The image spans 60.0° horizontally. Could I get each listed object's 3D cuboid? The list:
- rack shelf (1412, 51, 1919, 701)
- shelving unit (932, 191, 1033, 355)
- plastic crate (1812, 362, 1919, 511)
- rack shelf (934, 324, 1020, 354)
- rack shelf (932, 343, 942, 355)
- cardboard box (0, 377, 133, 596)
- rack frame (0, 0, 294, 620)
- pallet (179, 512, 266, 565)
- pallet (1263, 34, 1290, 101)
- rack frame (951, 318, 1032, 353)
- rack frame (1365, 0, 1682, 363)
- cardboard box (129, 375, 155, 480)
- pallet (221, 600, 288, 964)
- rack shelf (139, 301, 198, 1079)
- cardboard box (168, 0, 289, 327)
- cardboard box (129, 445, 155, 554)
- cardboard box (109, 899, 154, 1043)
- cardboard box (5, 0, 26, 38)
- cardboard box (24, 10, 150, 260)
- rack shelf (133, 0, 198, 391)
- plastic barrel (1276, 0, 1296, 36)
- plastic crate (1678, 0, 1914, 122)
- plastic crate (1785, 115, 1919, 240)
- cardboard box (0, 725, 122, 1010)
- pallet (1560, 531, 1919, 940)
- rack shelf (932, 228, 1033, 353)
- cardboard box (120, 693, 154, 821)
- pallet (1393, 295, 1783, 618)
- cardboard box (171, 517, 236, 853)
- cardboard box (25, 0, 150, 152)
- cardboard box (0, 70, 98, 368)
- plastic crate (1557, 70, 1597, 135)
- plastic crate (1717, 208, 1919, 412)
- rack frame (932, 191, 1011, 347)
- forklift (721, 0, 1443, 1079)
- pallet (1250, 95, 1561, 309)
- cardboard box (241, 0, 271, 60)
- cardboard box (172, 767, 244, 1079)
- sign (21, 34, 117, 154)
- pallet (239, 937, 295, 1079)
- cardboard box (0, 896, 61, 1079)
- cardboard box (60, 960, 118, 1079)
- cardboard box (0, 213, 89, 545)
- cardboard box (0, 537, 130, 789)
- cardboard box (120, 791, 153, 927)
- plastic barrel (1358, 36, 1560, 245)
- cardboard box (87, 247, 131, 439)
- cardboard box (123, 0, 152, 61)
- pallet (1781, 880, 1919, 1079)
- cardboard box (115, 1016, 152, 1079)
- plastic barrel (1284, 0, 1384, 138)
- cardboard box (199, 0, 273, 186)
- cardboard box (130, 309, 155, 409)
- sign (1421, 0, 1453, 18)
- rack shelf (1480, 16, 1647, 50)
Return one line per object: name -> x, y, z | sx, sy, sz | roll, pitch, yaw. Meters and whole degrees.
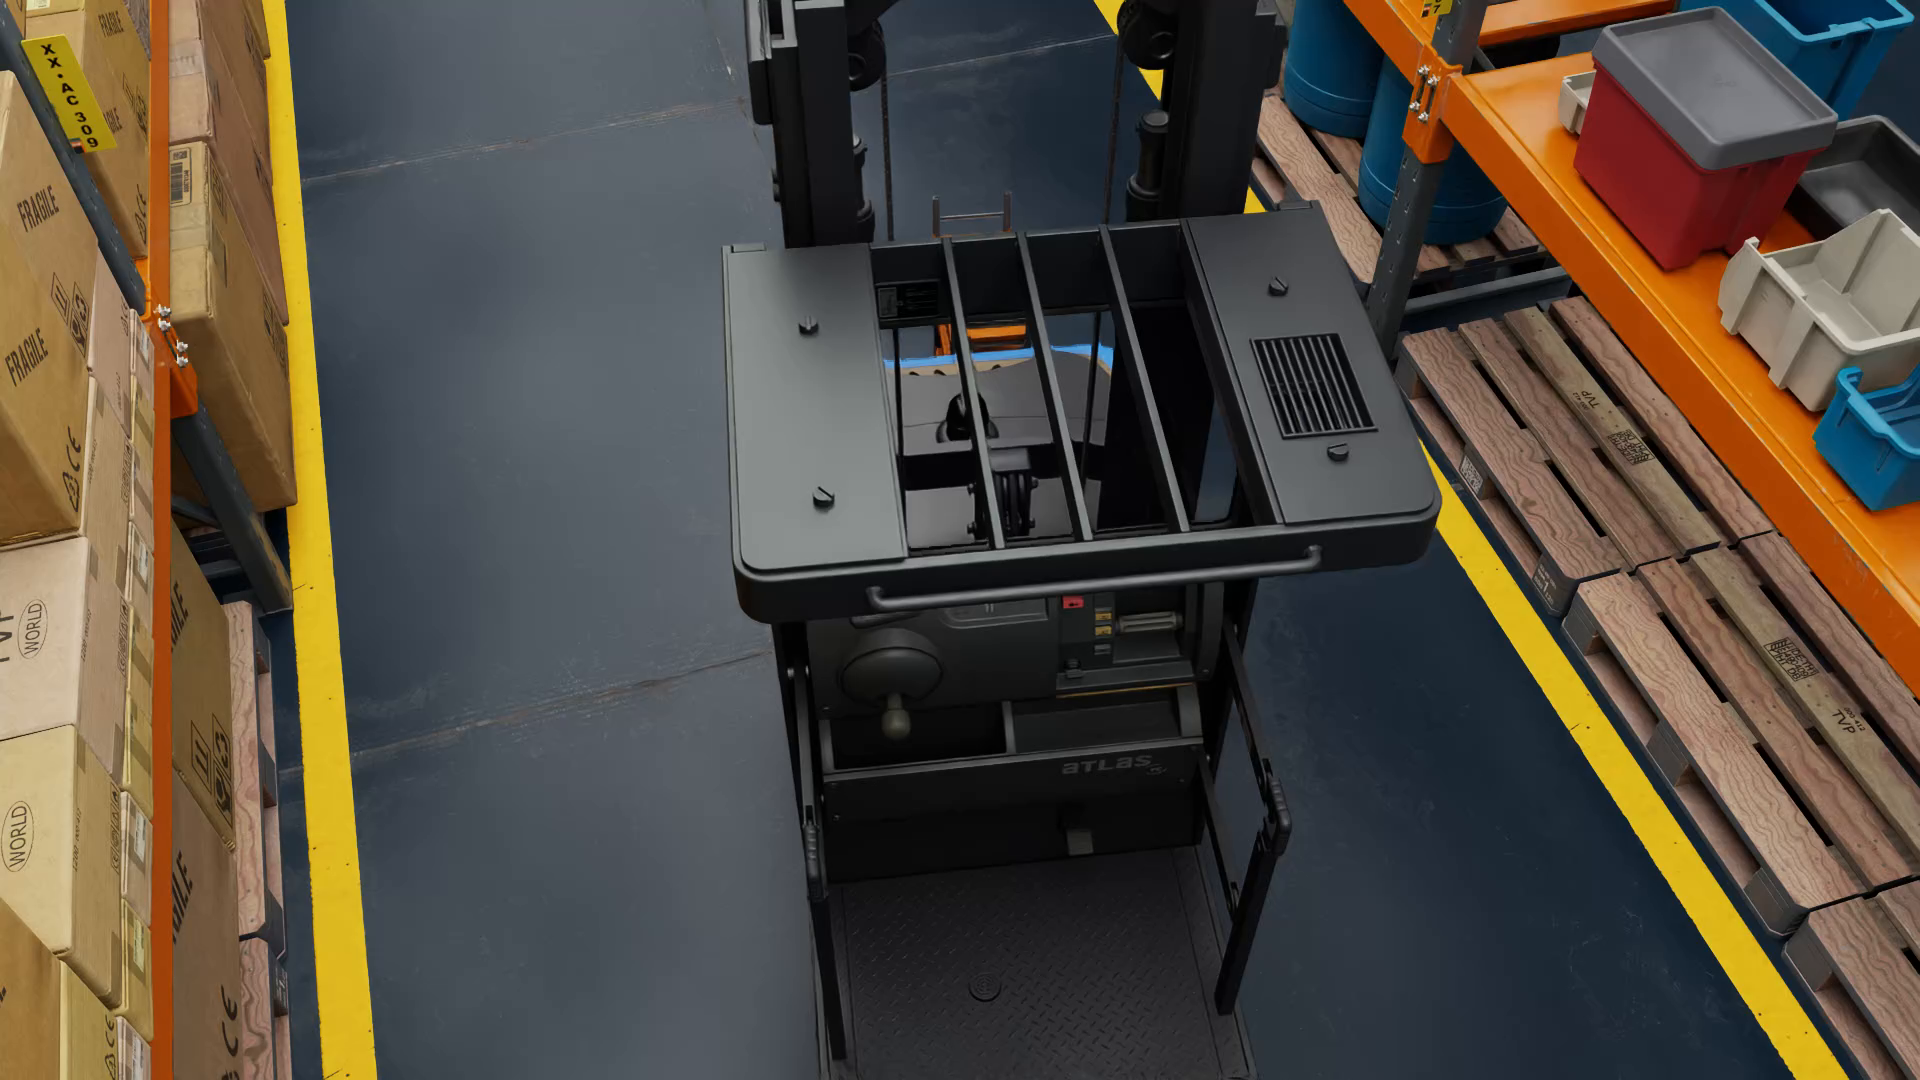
rack shelf -> 2.605, -0.089, 4.334 | 1.077, 0.370, 4.000 | -13, 51, -11
shelving unit -> 0.064, -0.479, 5.369 | 0.258, 1.200, 0.503 | -5, 50, -4
plastic crate -> 2.344, -0.268, 4.084 | 0.416, 0.233, 0.300 | -13, 51, -11
rack shelf -> 0.064, -0.580, 5.249 | 0.258, 0.148, 0.480 | -5, 50, -4
rack shelf -> 0.064, -0.436, 5.420 | 0.258, 0.148, 0.480 | -5, 50, -4
cardboard box -> -2.182, -0.069, 3.750 | 0.500, 0.250, 0.500 | -12, 51, -10
rack frame -> -2.718, -0.662, 4.346 | 1.000, 3.000, 0.127 | -13, 51, -11
pallet -> -3.018, -0.310, 5.873 | 1.003, 0.211, 1.213 | -13, 51, -11
pallet -> 1.460, -2.349, 7.592 | 1.003, 0.211, 1.213 | -13, 51, -11
rack frame -> 0.093, -0.294, 5.213 | 0.240, 1.200, 0.015 | -5, 50, -4
rack frame -> 2.013, -1.782, 5.290 | 1.000, 3.000, 0.127 | -13, 51, -11
cardboard box -> -2.239, -0.244, 4.158 | 0.380, 0.149, 0.250 | -12, 51, -10
pallet -> -2.568, 0.810, 4.929 | 1.003, 0.211, 1.213 | -13, 51, -11
rack shelf -> -2.127, 1.031, 3.390 | 1.077, 0.370, 4.000 | -13, 51, -11
cardboard box -> -3.192, -1.228, 5.938 | 1.225, 0.875, 0.875 | -15, 51, -12
cardboard box -> -2.163, -0.057, 4.000 | 0.380, 0.149, 0.250 | -14, 51, -12
cardboard box -> -1.781, 0.884, 3.207 | 0.380, 0.149, 0.250 | -14, 51, -12
cardboard box -> -2.915, -1.482, 4.316 | 0.797, 0.503, 0.637 | -15, 51, -12
cardboard box -> -2.615, -1.087, 4.639 | 0.500, 0.500, 0.500 | -13, 51, -11
rack shelf -> -3.310, -1.891, 5.853 | 1.077, 0.370, 4.000 | -13, 51, -11
plastic barrel -> 1.578, -2.466, 7.220 | 0.421, 0.512, 0.421 | 0, 50, 0
plastic crate -> 2.477, -1.532, 5.051 | 0.392, 0.384, 0.575 | -13, 51, -11
plastic crate -> 2.601, -0.956, 4.734 | 0.437, 0.125, 0.590 | -13, 51, -11
cardboard box -> -1.884, 0.675, 3.123 | 0.500, 0.250, 0.500 | -14, 51, -12
pallet -> 2.632, 0.538, 5.158 | 1.003, 0.211, 1.213 | -13, 51, -11
rack shelf -> 0.064, -0.732, 5.068 | 0.258, 0.148, 0.480 | -5, 50, -4
cardboard box -> -1.935, 0.506, 3.526 | 0.380, 0.149, 0.250 | -14, 51, -12
pallet -> 2.268, -0.355, 5.911 | 1.003, 0.211, 1.213 | -13, 51, -11
cardboard box -> -2.600, 0.388, 4.576 | 0.875, 0.875, 0.875 | -13, 51, -11
cardboard box -> -2.765, -1.453, 4.948 | 0.500, 0.500, 0.500 | -13, 51, -11
cardboard box -> -2.327, -0.676, 3.771 | 0.500, 0.500, 0.500 | -12, 51, -10
plastic crate -> 2.014, -1.344, 5.054 | 0.396, 0.136, 0.243 | -13, 51, -11
plastic crate -> 2.289, -0.606, 4.337 | 0.437, 0.282, 0.530 | -13, 51, -11
rack frame -> 0.036, -0.664, 5.525 | 0.240, 1.200, 0.015 | -5, 50, -4
forklift -> 0.152, 0.326, 3.558 | 1.130, 2.935, 3.031 | -5, 50, -4
pallet -> 1.825, -1.456, 6.839 | 1.003, 0.211, 1.213 | -13, 51, -11
cardboard box -> -3.717, -2.525, 7.032 | 1.225, 0.875, 0.875 | -15, 52, -13
cardboard box -> -2.333, 1.045, 4.022 | 0.875, 0.875, 0.875 | -13, 51, -11
sign -> -2.189, -1.093, 4.091 | 0.100, 0.325, 0.005 | -13, 51, -11
pallet -> -2.204, 1.703, 4.177 | 1.003, 0.211, 1.213 | -13, 51, -11
cardboard box -> -1.726, 0.817, 2.513 | 0.500, 0.500, 0.500 | -15, 51, -12
cardboard box -> -1.725, 1.055, 2.803 | 0.500, 0.250, 0.500 | -15, 51, -12
cardboard box -> -2.183, -0.309, 3.462 | 0.500, 0.500, 0.500 | -13, 51, -11
cardboard box -> -2.031, 0.304, 3.435 | 0.500, 0.250, 0.500 | -12, 51, -10
cardboard box -> -1.861, 0.692, 3.369 | 0.380, 0.149, 0.250 | -13, 51, -10
plastic barrel -> 1.869, -1.642, 6.270 | 0.600, 0.901, 0.708 | -13, 51, -11
cardboard box -> -2.337, -0.446, 4.068 | 0.500, 0.250, 0.500 | -14, 51, -12
cardboard box -> -2.913, -1.819, 5.256 | 0.500, 0.500, 0.500 | -14, 51, -12
pallet -> 2.989, 1.427, 4.409 | 1.003, 0.211, 1.213 | -13, 51, -11
cardboard box -> -1.708, 1.068, 3.052 | 0.380, 0.149, 0.250 | -14, 51, -11
plastic barrel -> 1.659, -2.159, 6.706 | 0.600, 0.901, 0.708 | -13, 51, -11
cardboard box -> -3.461, -1.872, 6.481 | 1.225, 0.875, 0.875 | -13, 51, -11
cardboard box -> -2.315, -0.432, 4.317 | 0.380, 0.149, 0.250 | -13, 51, -11
sign -> 1.487, -1.748, 5.081 | 0.100, 0.325, 0.005 | -13, 51, -11
rack shelf -> 1.422, -3.057, 6.742 | 0.831, 0.071, 3.687 | -13, 51, -11
